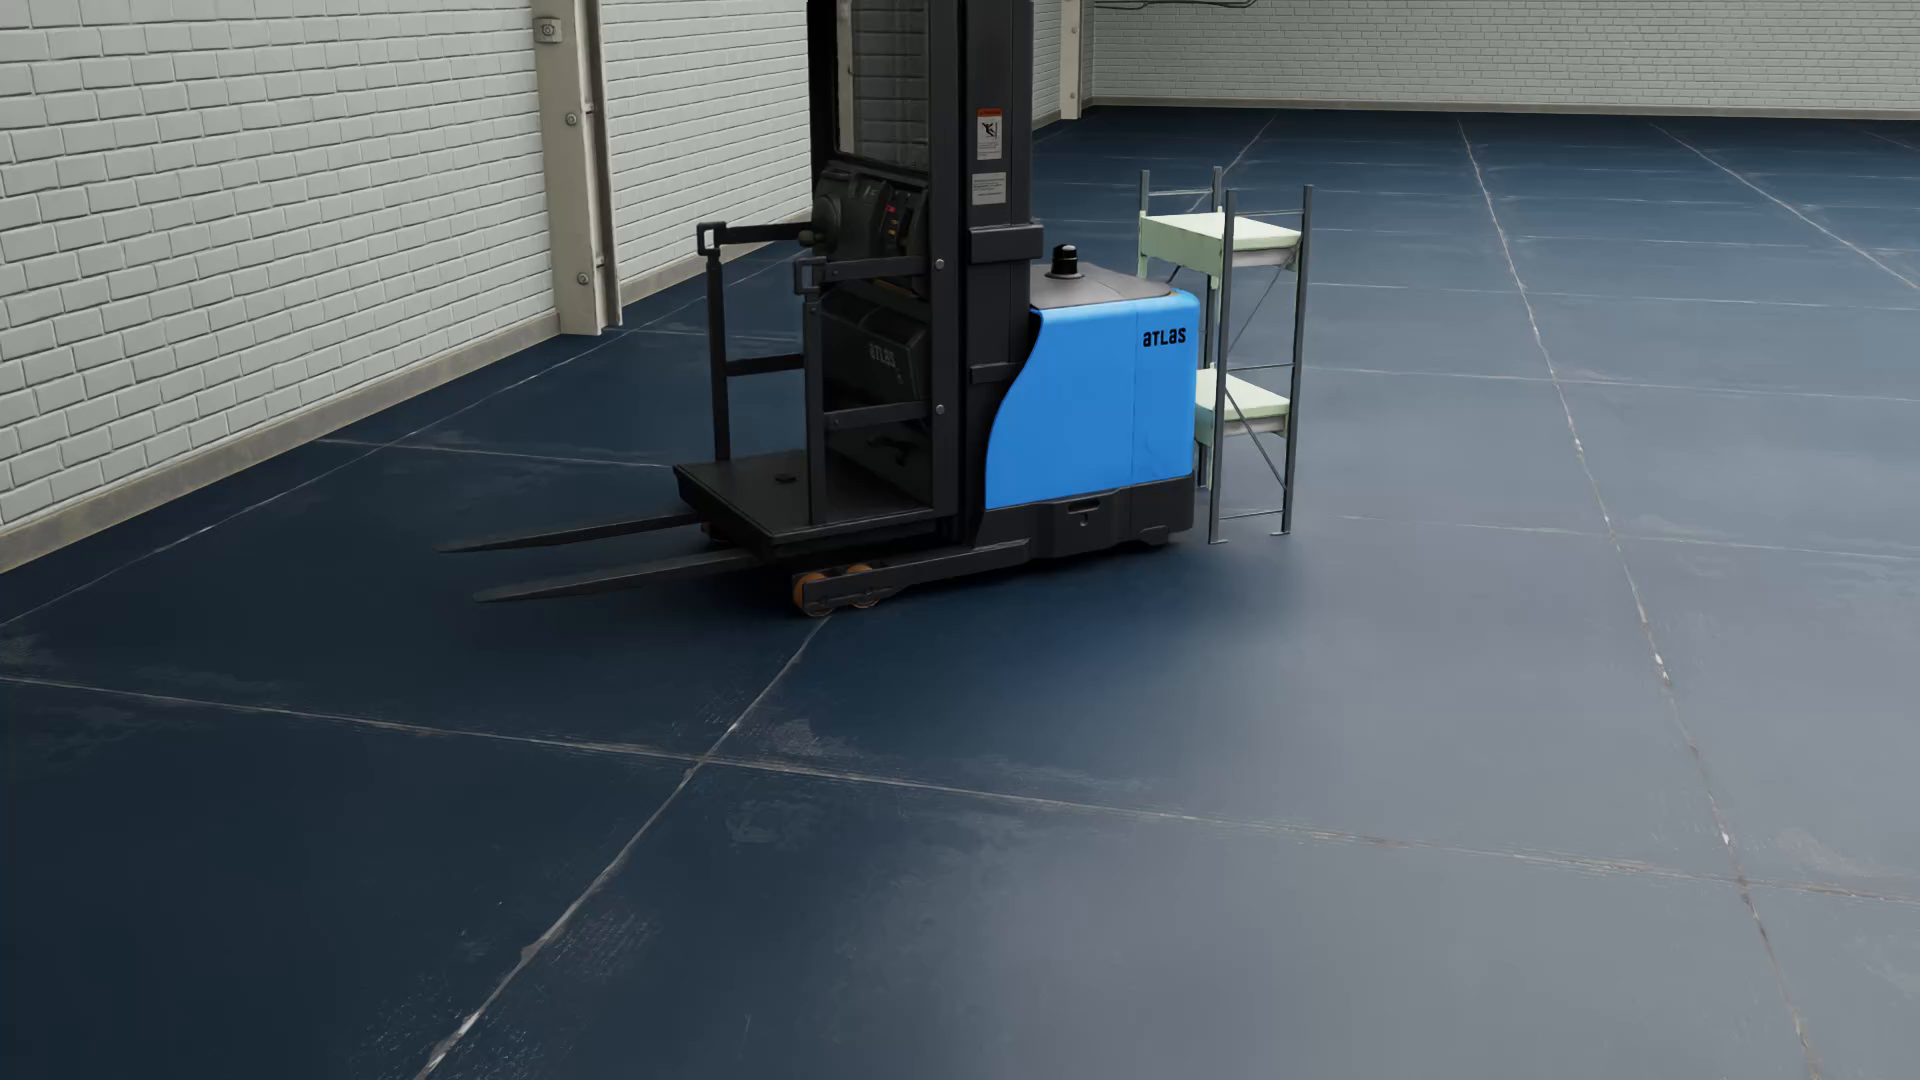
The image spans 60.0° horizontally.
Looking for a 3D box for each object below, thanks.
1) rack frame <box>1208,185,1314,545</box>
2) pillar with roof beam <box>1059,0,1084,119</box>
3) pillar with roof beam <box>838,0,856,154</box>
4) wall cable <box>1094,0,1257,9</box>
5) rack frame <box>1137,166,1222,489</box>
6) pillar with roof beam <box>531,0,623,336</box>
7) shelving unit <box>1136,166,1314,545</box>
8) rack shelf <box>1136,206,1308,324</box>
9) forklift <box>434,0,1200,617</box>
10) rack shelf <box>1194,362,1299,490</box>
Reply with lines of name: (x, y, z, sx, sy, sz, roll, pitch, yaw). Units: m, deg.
rack frame: (1.255, -0.716, 6.964, 0.400, 1.500, 0.023, -7, 20, -21)
pillar with roof beam: (6.025, -11.016, 25.516, 9.100, 9.000, 0.400, 5, 19, 13)
pillar with roof beam: (3.093, -7.254, 14.504, 9.100, 9.000, 0.400, 5, 19, 13)
wall cable: (3.852, -10.705, 29.411, 3.097, 2.526, 0.112, 5, 19, 13)
rack frame: (0.981, -0.936, 7.607, 0.400, 1.500, 0.023, -7, 20, -21)
pillar with roof beam: (1.627, -5.374, 8.998, 9.100, 9.000, 0.400, 5, 19, 13)
shelving unit: (1.118, -0.826, 7.285, 0.431, 1.500, 0.755, -7, 20, -21)
rack shelf: (1.118, -1.195, 7.159, 0.431, 0.370, 0.720, -7, 20, -21)
forklift: (-0.540, -1.287, 6.422, 3.031, 2.935, 1.130, -10, 21, -27)
rack shelf: (1.118, -0.517, 7.391, 0.431, 0.370, 0.720, -7, 20, -21)
